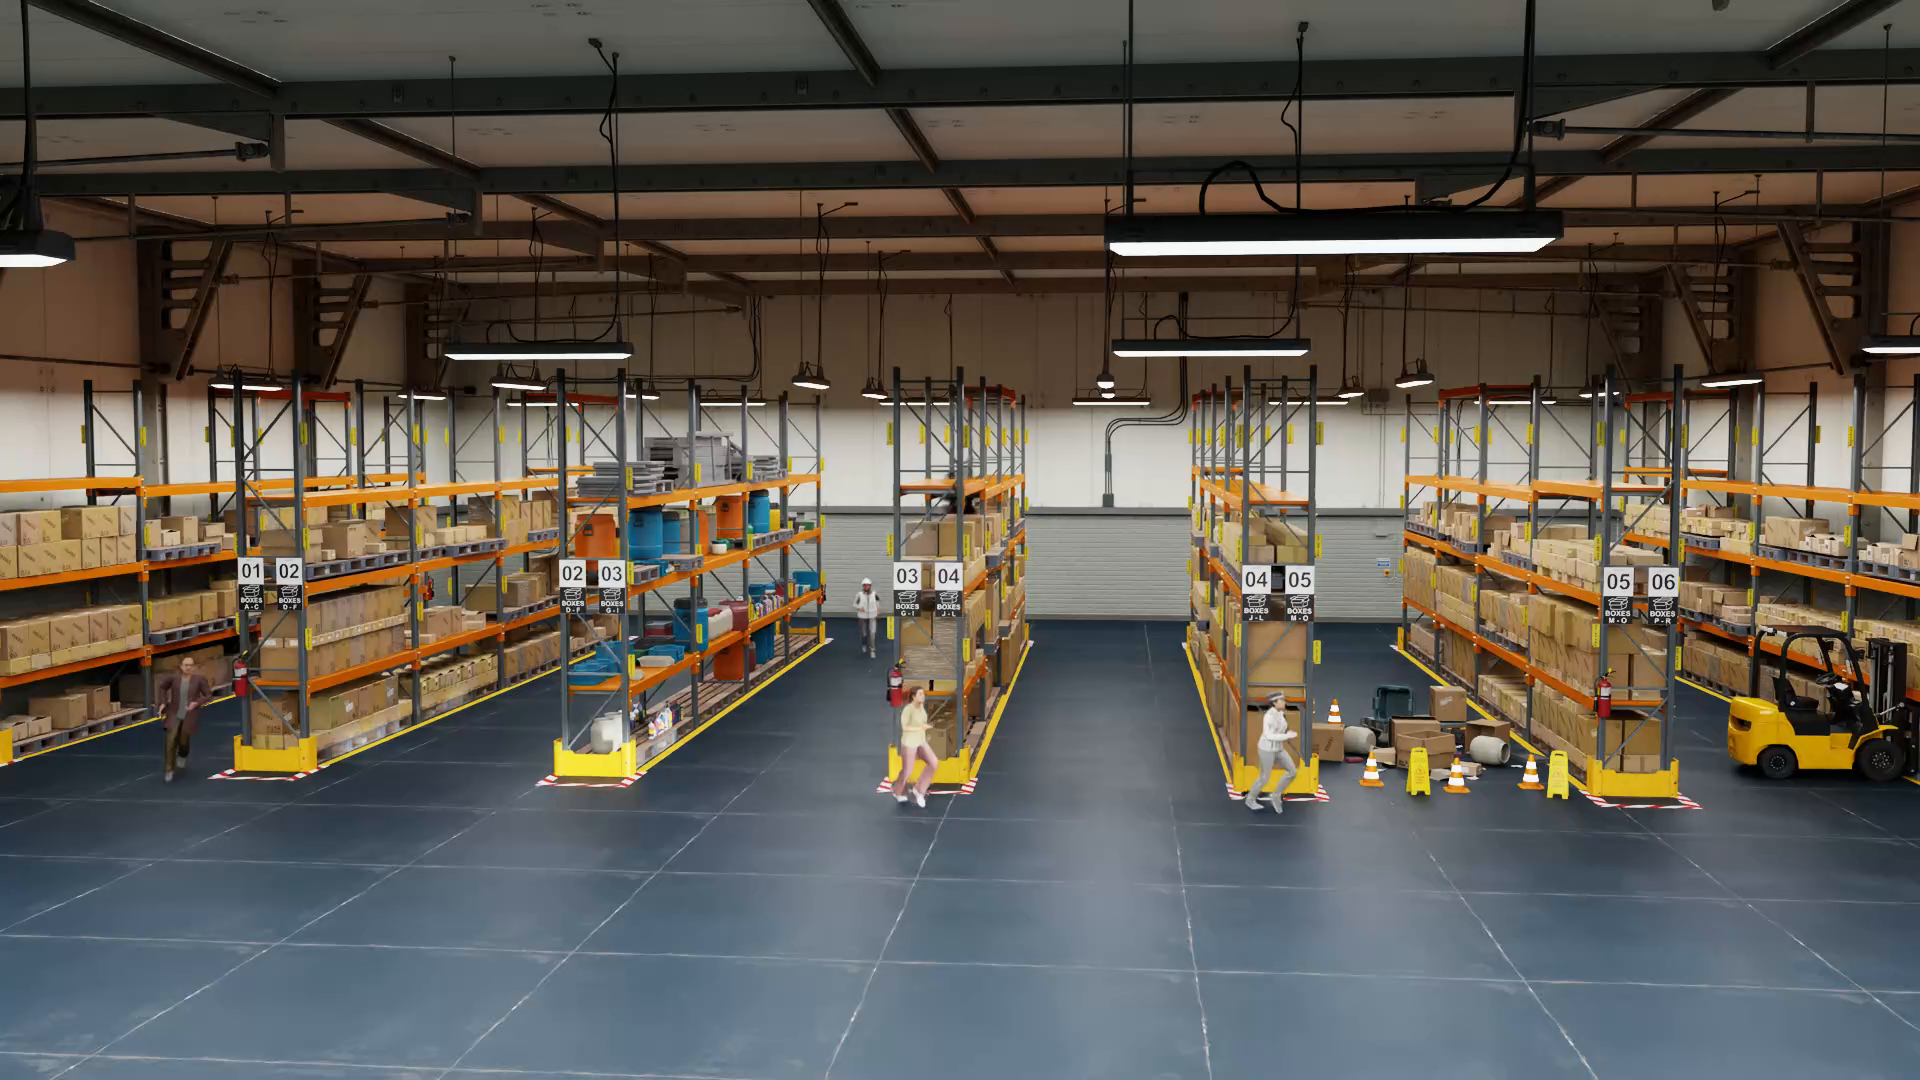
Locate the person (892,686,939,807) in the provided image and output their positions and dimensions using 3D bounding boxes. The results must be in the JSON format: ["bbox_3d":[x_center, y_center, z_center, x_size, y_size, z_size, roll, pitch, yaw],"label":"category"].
[{"bbox_3d":[-0.633,2.770,22.453,0.781,1.653,0.604,3,5,39],"label":"person"}]

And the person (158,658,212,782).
[{"bbox_3d":[-11.455,2.617,24.581,0.744,1.775,0.953,-1,4,-17],"label":"person"}]

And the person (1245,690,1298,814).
[{"bbox_3d":[4.132,2.788,21.998,0.780,1.666,0.642,3,4,36],"label":"person"}]

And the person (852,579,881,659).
[{"bbox_3d":[-2.100,1.751,37.599,0.671,1.760,1.024,-1,4,-9],"label":"person"}]
